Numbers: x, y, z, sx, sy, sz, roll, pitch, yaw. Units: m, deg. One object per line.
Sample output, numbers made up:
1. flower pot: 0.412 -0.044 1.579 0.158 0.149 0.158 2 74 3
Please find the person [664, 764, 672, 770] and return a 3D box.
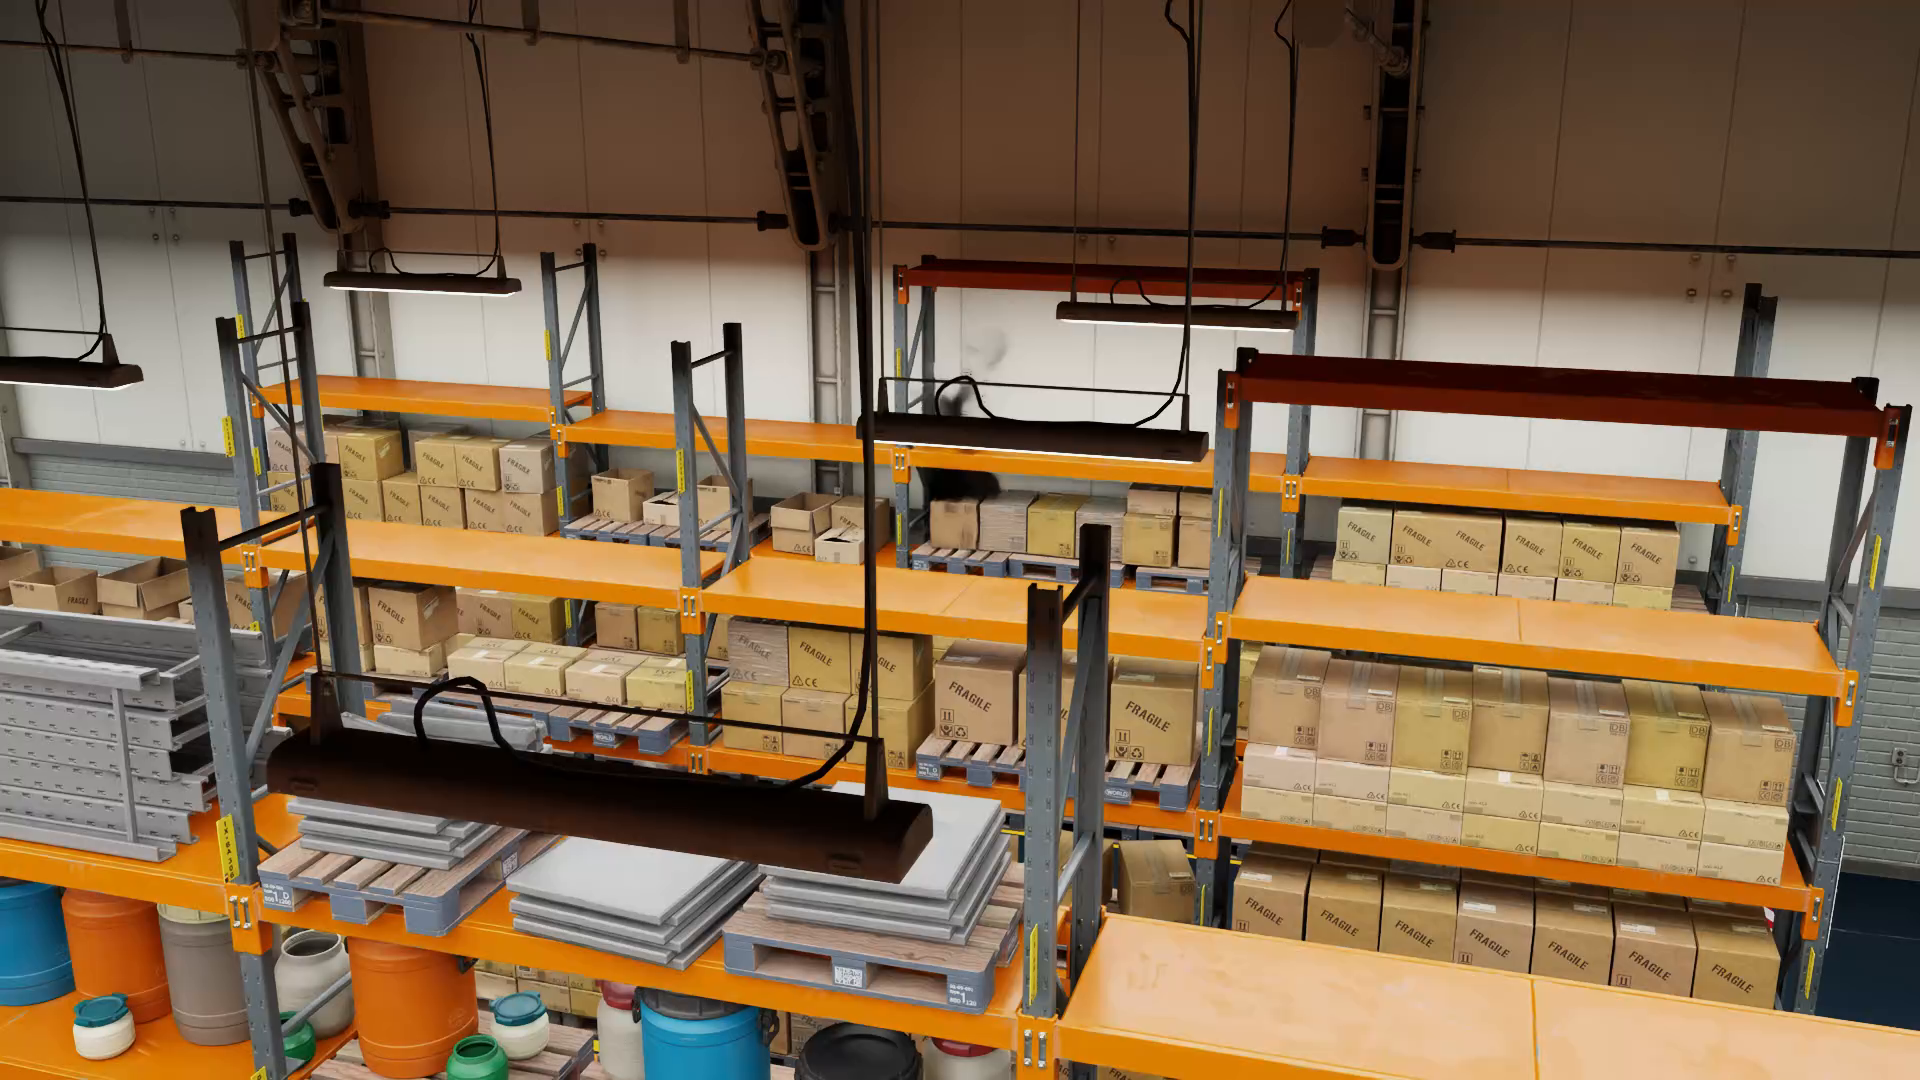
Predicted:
1. person: -3.022 2.471 16.162 0.511 1.536 0.564 4 17 13
